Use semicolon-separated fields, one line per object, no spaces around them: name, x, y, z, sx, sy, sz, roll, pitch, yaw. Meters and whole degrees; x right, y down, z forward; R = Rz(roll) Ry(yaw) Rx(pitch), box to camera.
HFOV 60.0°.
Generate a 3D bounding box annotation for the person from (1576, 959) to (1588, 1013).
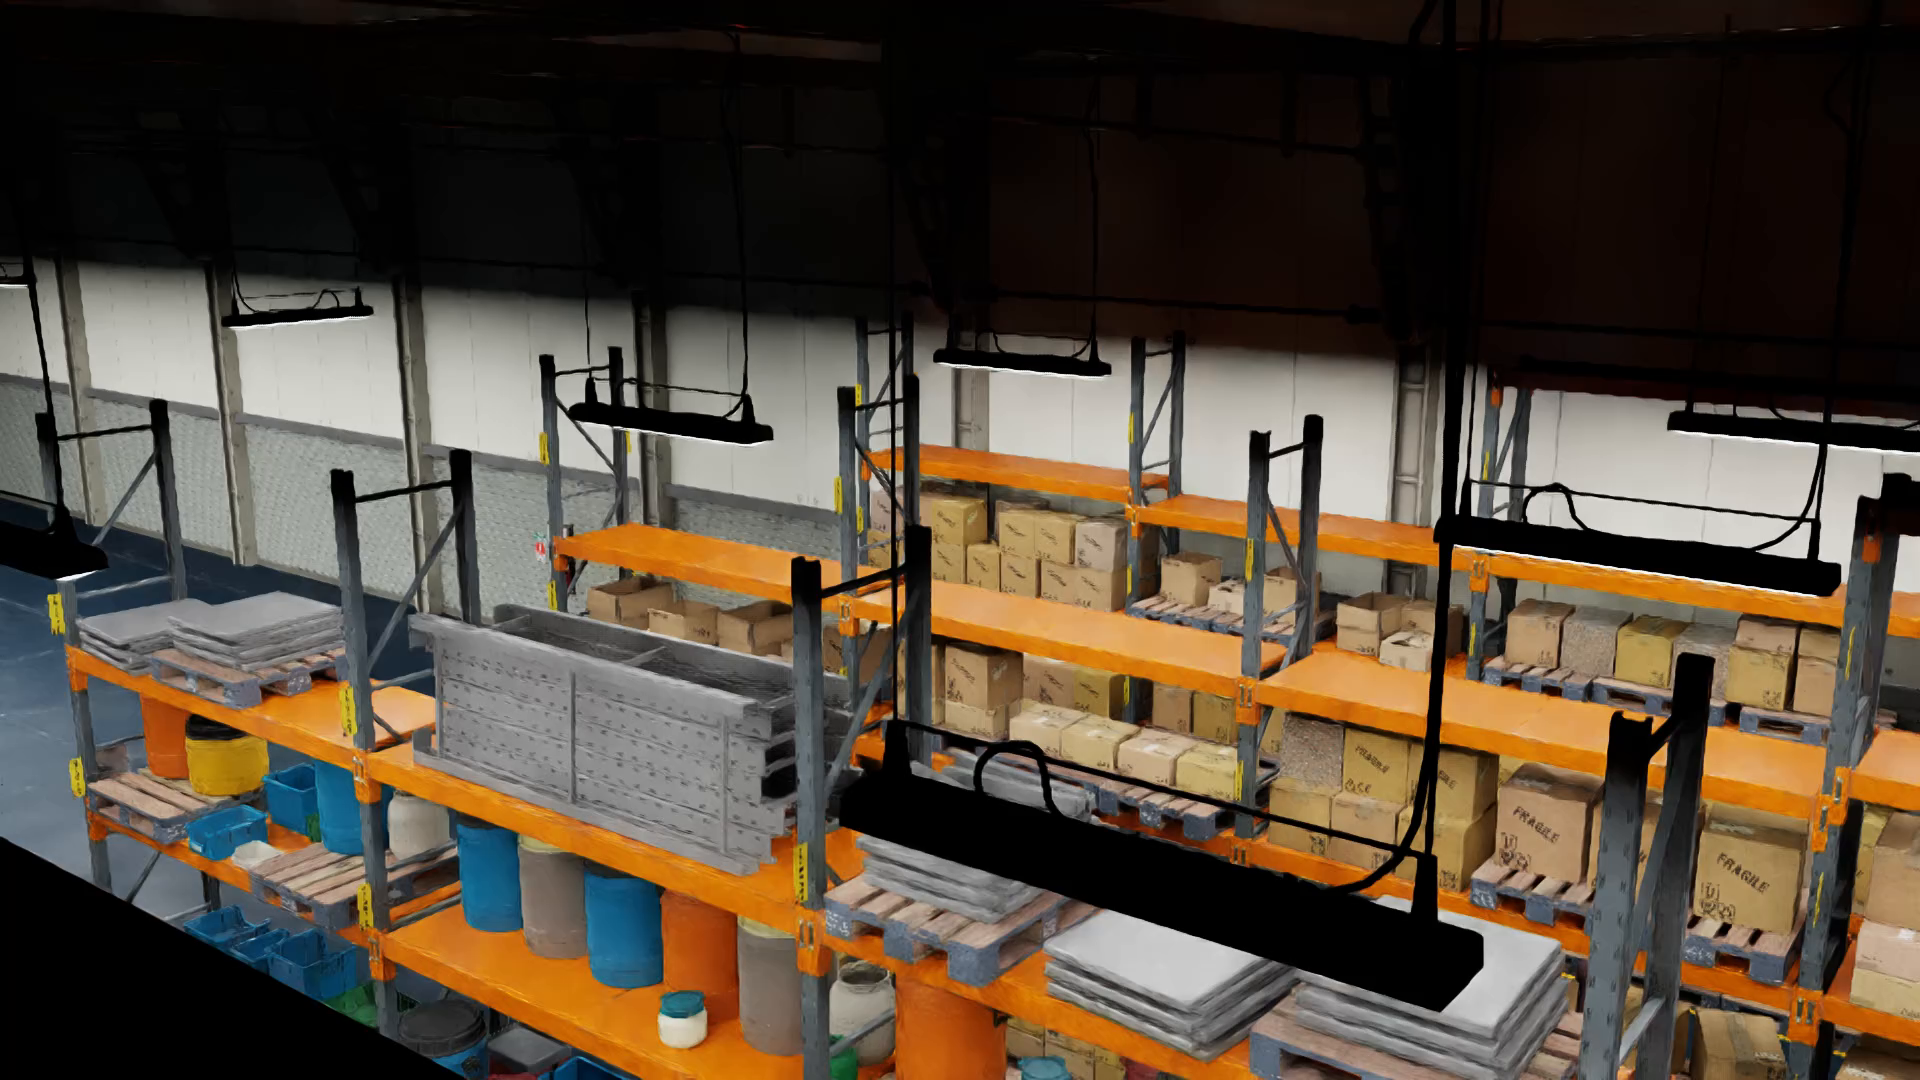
person;5.294;4.085;13.640;0.636;1.775;0.677;-5;14;-20
